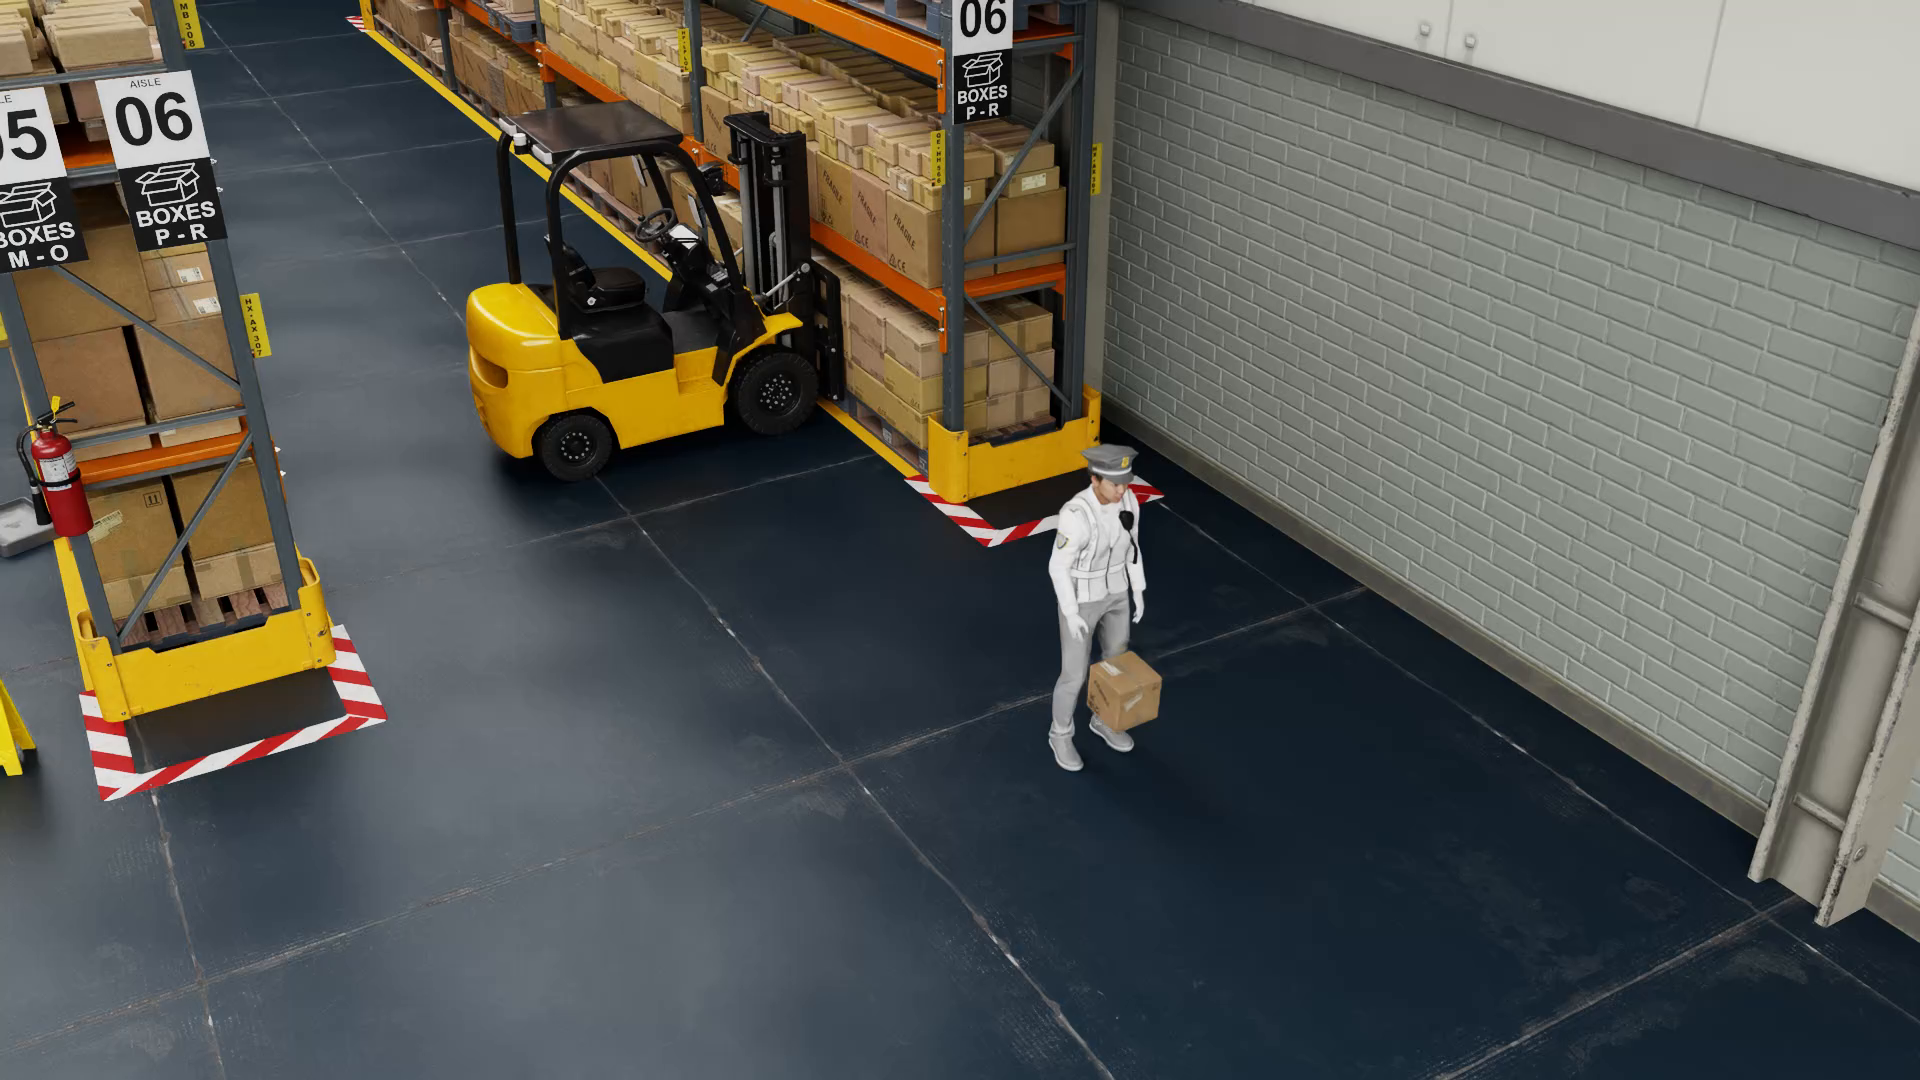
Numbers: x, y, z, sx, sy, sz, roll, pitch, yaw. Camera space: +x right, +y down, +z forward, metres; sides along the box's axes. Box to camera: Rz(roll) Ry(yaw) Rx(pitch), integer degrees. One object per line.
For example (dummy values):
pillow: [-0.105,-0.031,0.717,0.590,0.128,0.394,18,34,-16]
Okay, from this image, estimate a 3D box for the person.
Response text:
person: [0.659,0.293,8.019,0.509,1.671,0.361,-17,33,-28]
